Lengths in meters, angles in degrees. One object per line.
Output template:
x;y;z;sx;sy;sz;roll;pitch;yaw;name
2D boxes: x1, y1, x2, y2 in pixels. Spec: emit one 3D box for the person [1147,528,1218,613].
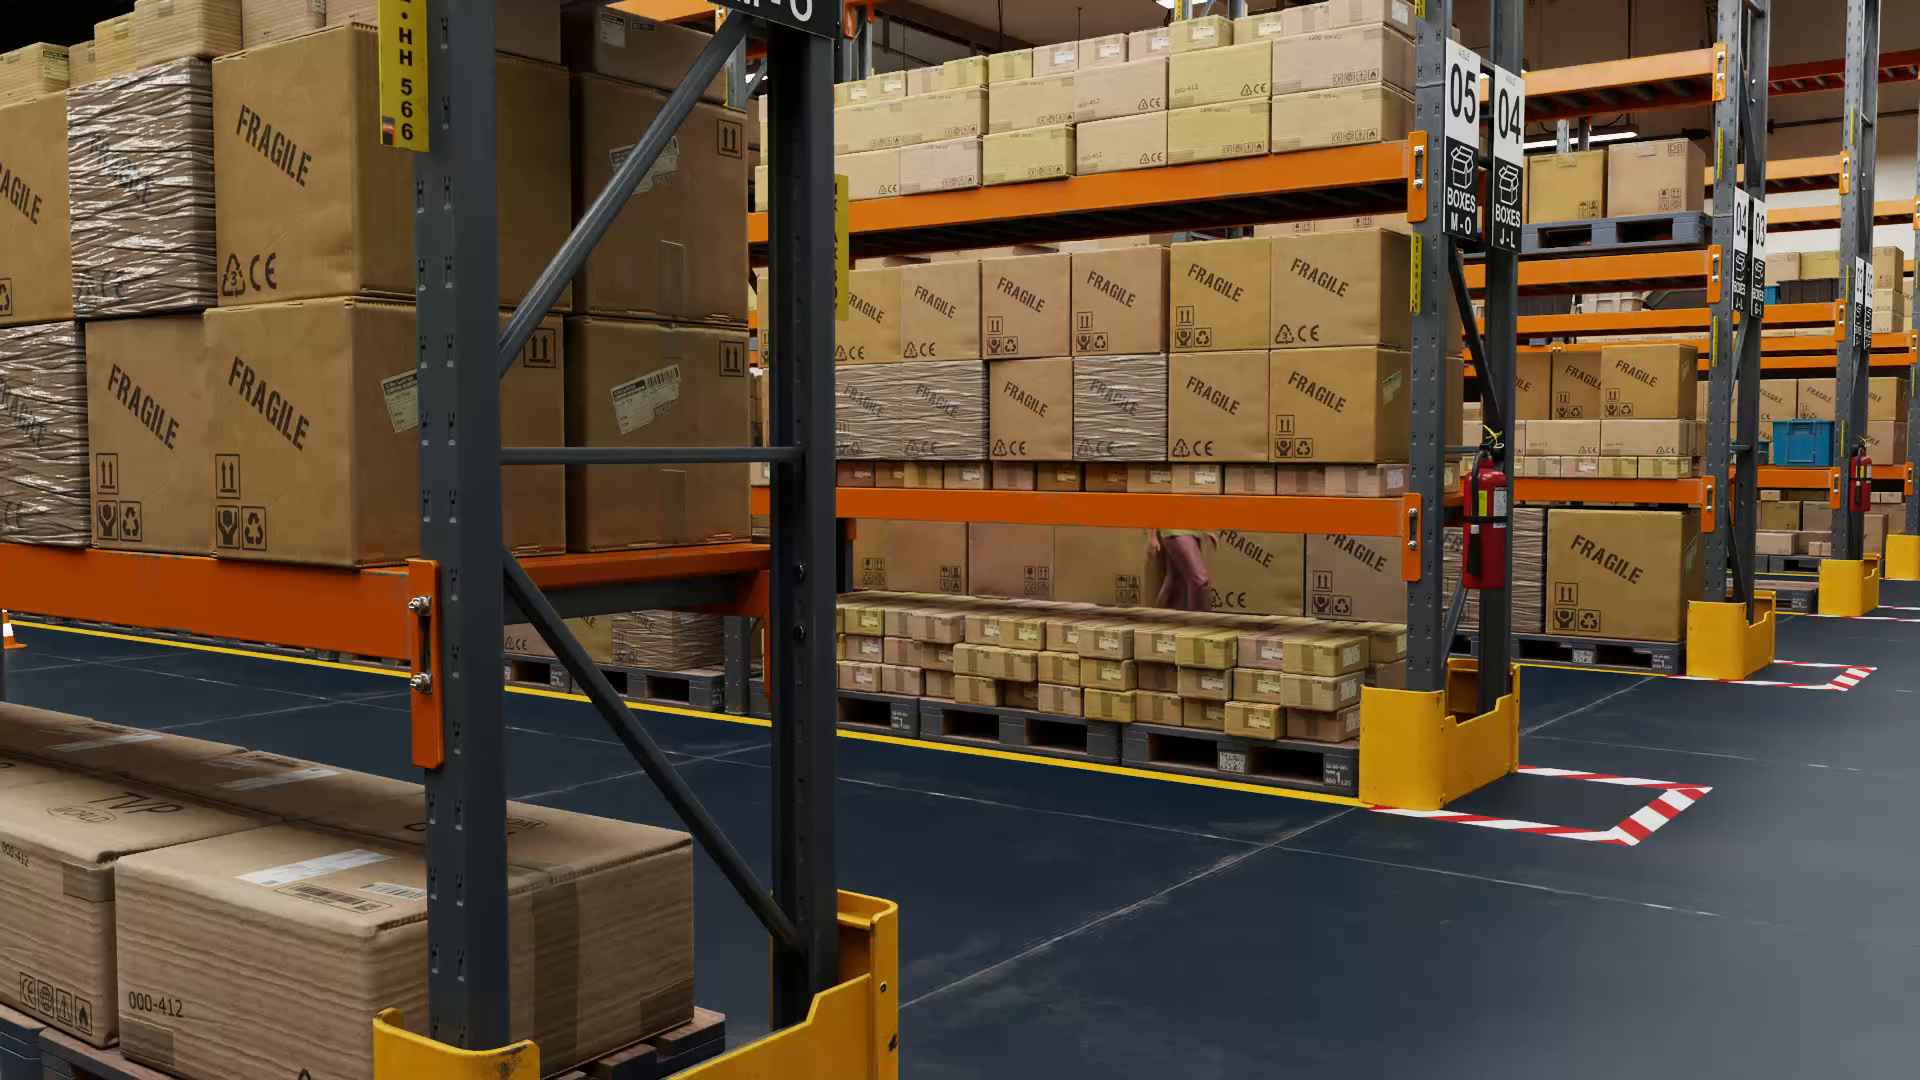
1.647;0.020;11.962;0.693;1.712;0.490;2;4;36;person
